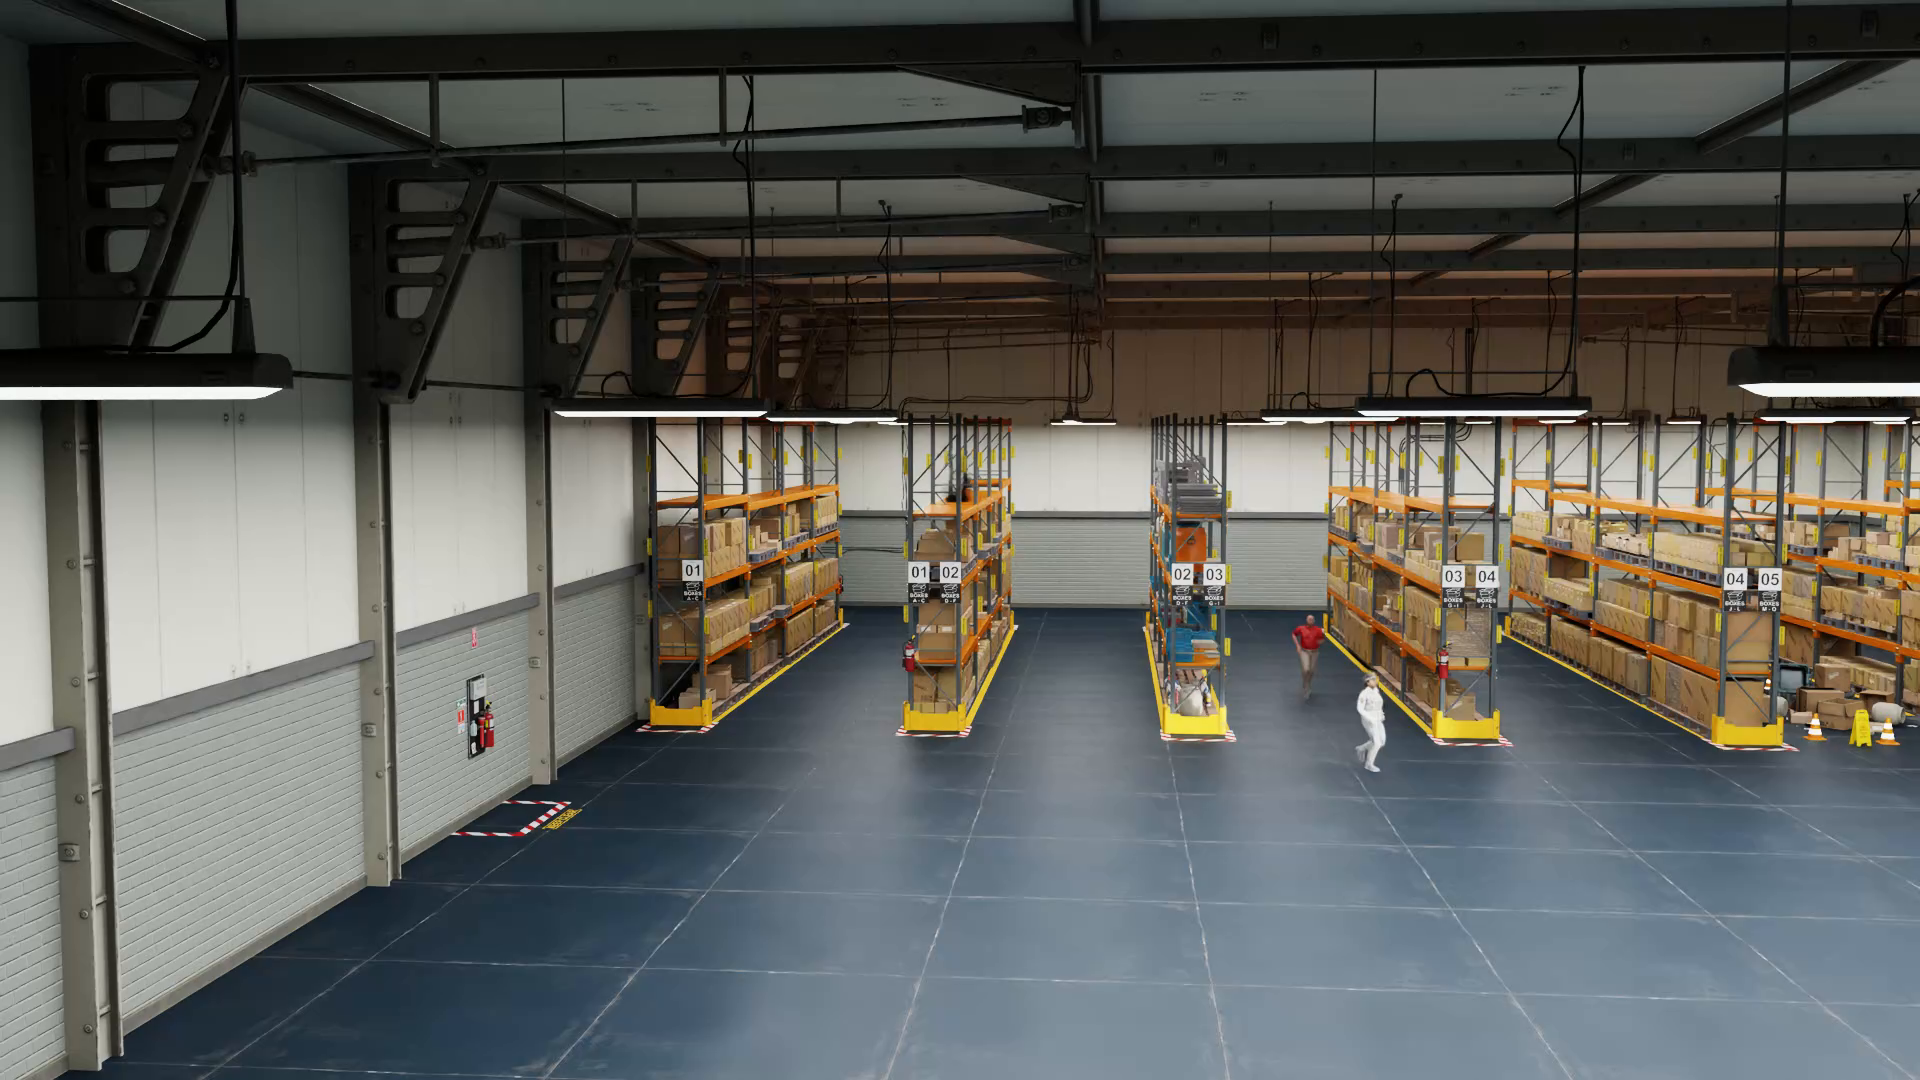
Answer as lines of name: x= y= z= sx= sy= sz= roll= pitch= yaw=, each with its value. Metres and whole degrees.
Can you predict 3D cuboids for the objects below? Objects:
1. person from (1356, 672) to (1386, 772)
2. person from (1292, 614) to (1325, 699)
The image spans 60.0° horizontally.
person: x=6.863 y=3.026 z=27.869 sx=0.618 sy=1.668 sz=0.511 roll=-4 pitch=5 yaw=-45
person: x=7.456 y=2.486 z=35.506 sx=0.642 sy=1.802 sz=0.813 roll=0 pitch=4 yaw=-5
